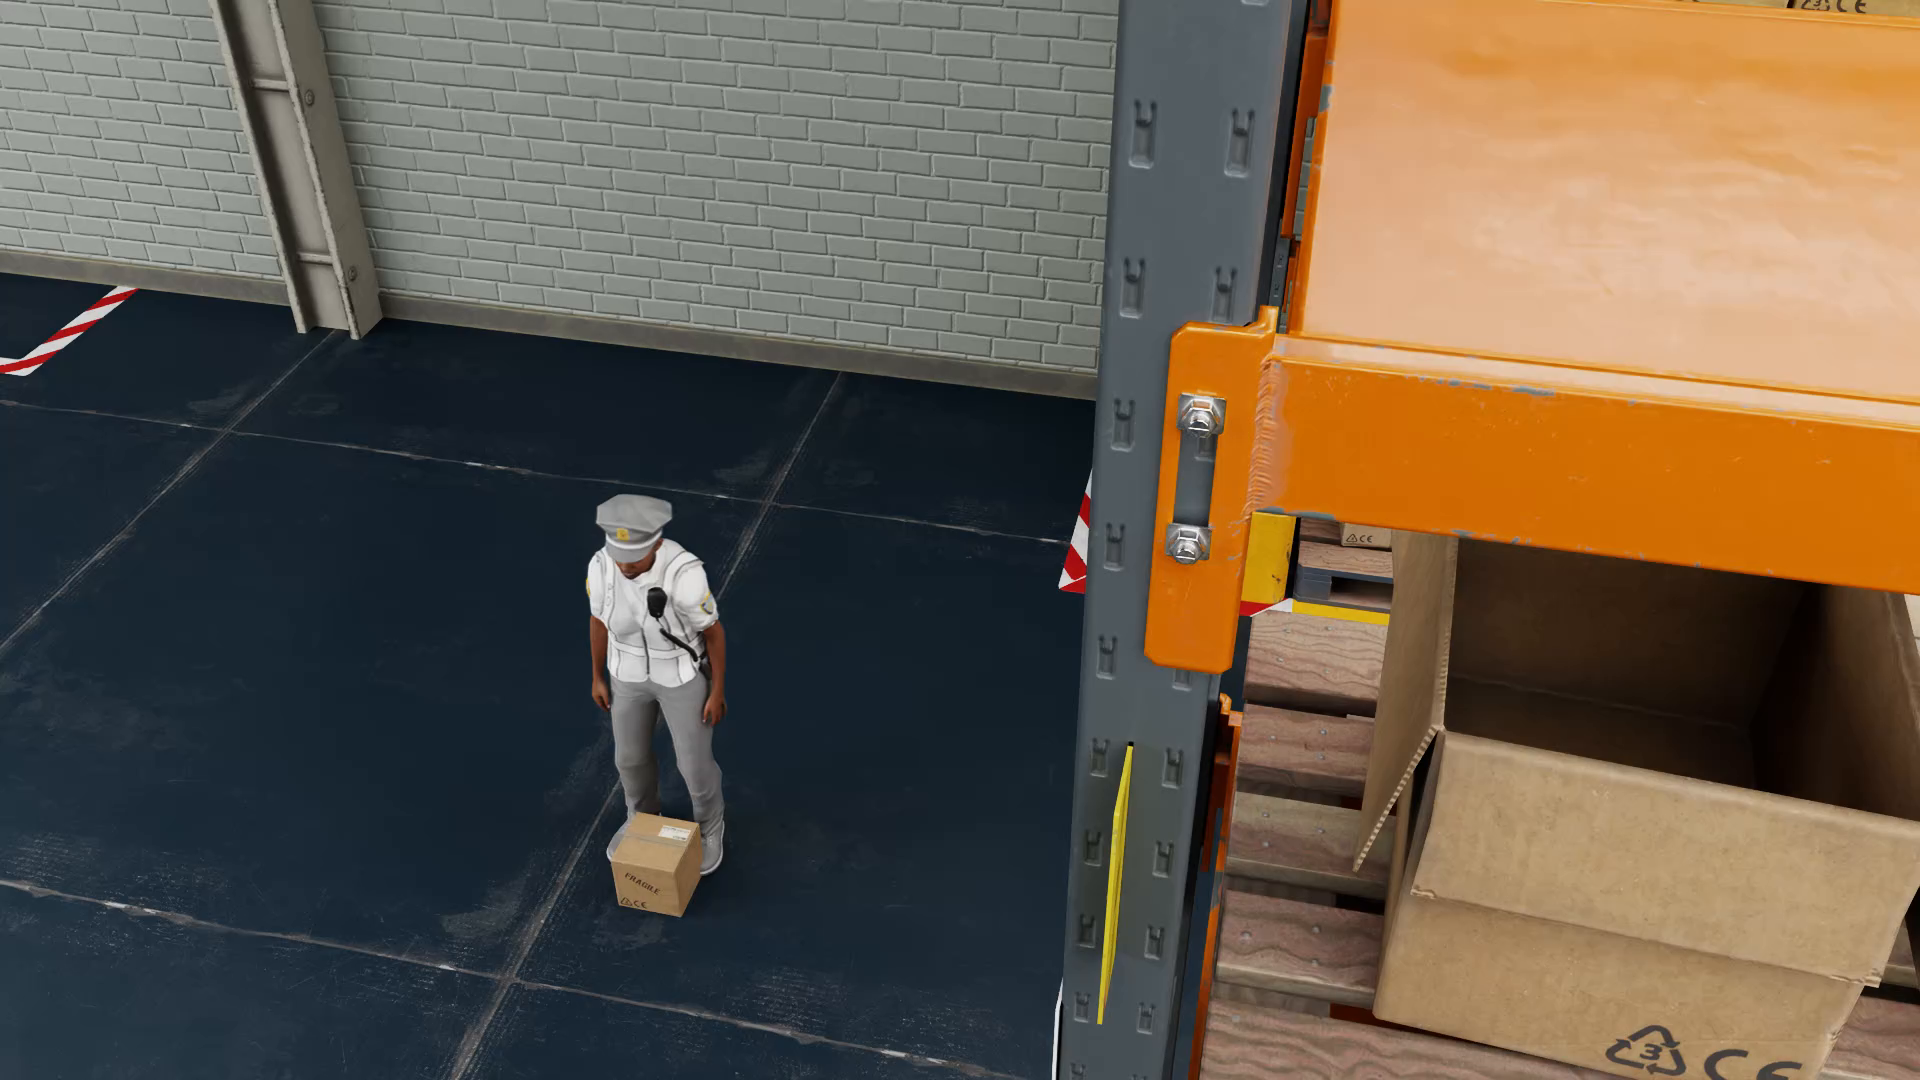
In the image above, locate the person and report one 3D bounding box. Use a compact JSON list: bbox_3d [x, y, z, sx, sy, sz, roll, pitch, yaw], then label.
[{"bbox_3d":[-1.086,0.511,5.967,0.518,1.658,0.400,7,37,9],"label":"person"}]
